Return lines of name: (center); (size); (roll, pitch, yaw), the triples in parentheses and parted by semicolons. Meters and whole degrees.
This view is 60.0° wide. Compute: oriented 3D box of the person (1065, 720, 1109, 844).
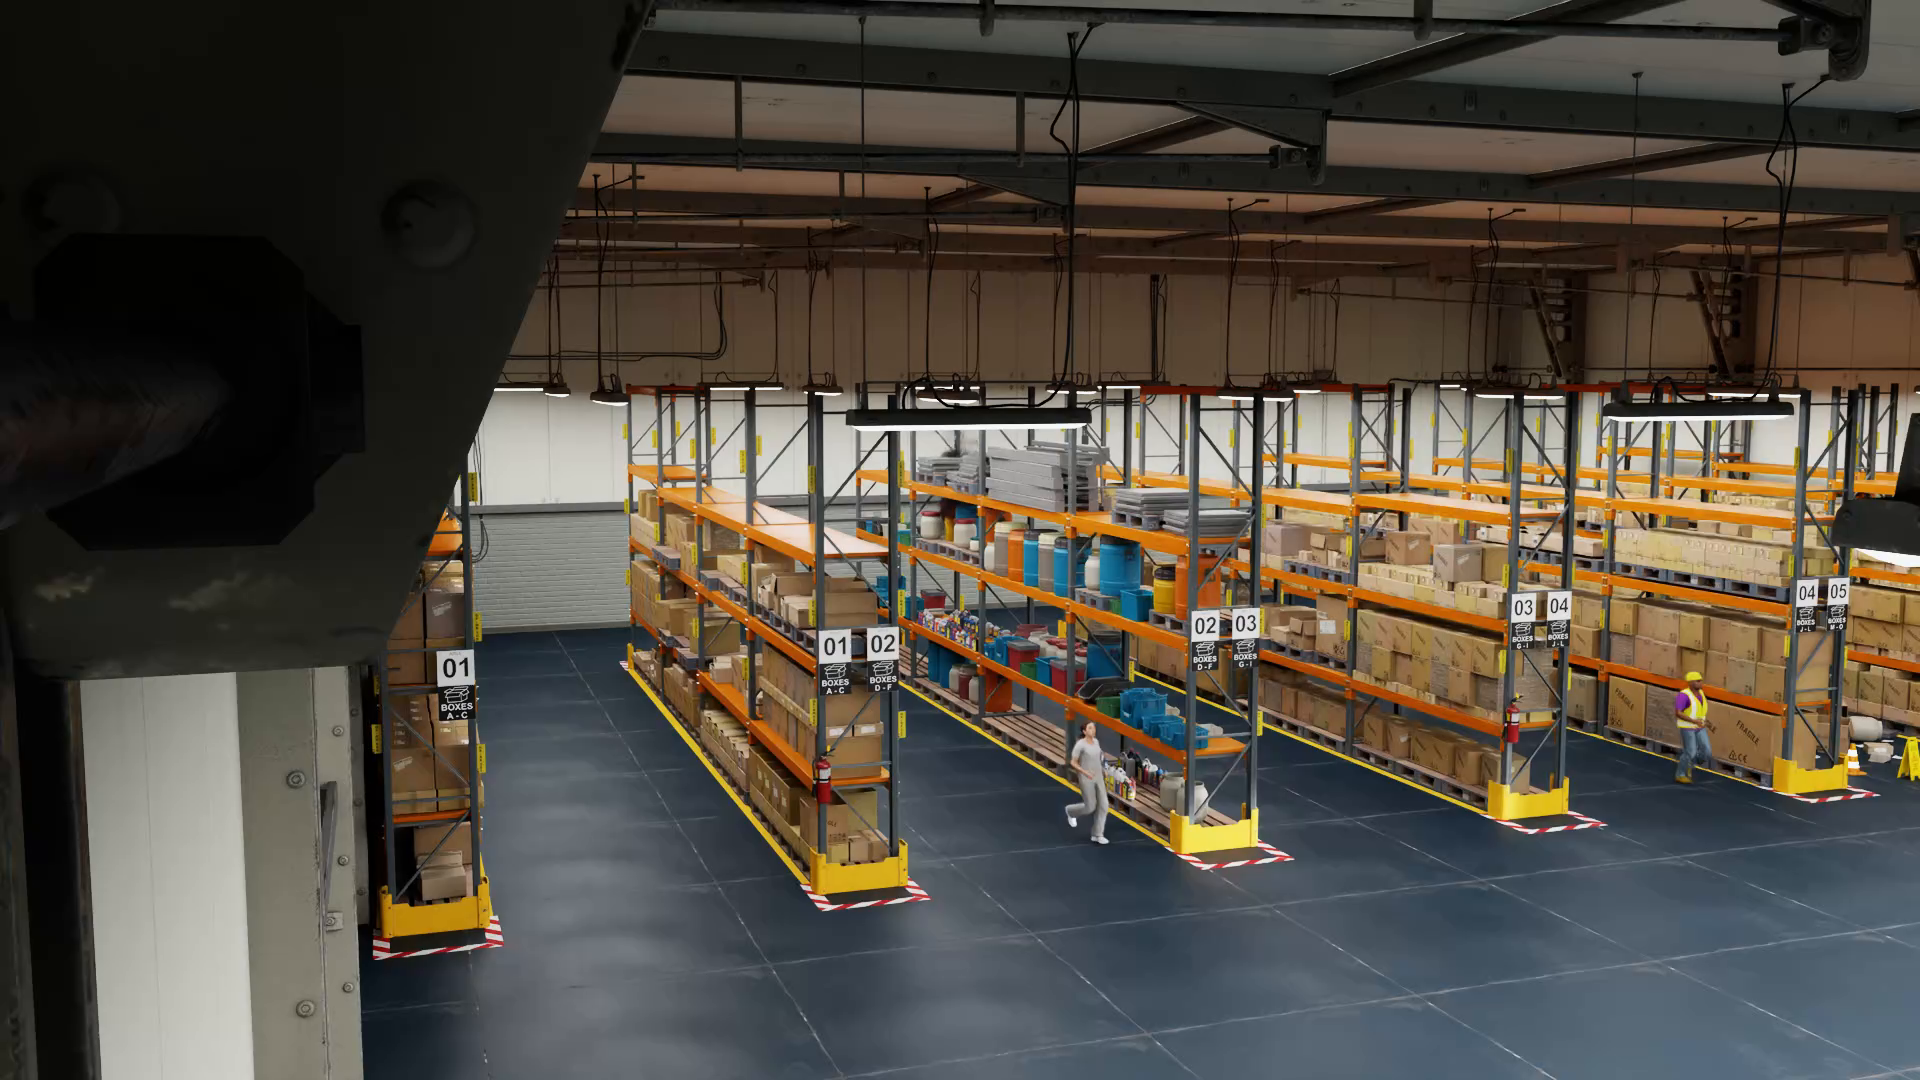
person: (1.741, 3.217, 22.308); (0.564, 1.619, 0.768); (-4, 7, -37)

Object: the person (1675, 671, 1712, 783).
person: (11.185, 2.853, 25.273); (0.740, 1.719, 0.591); (-3, 7, -28)
